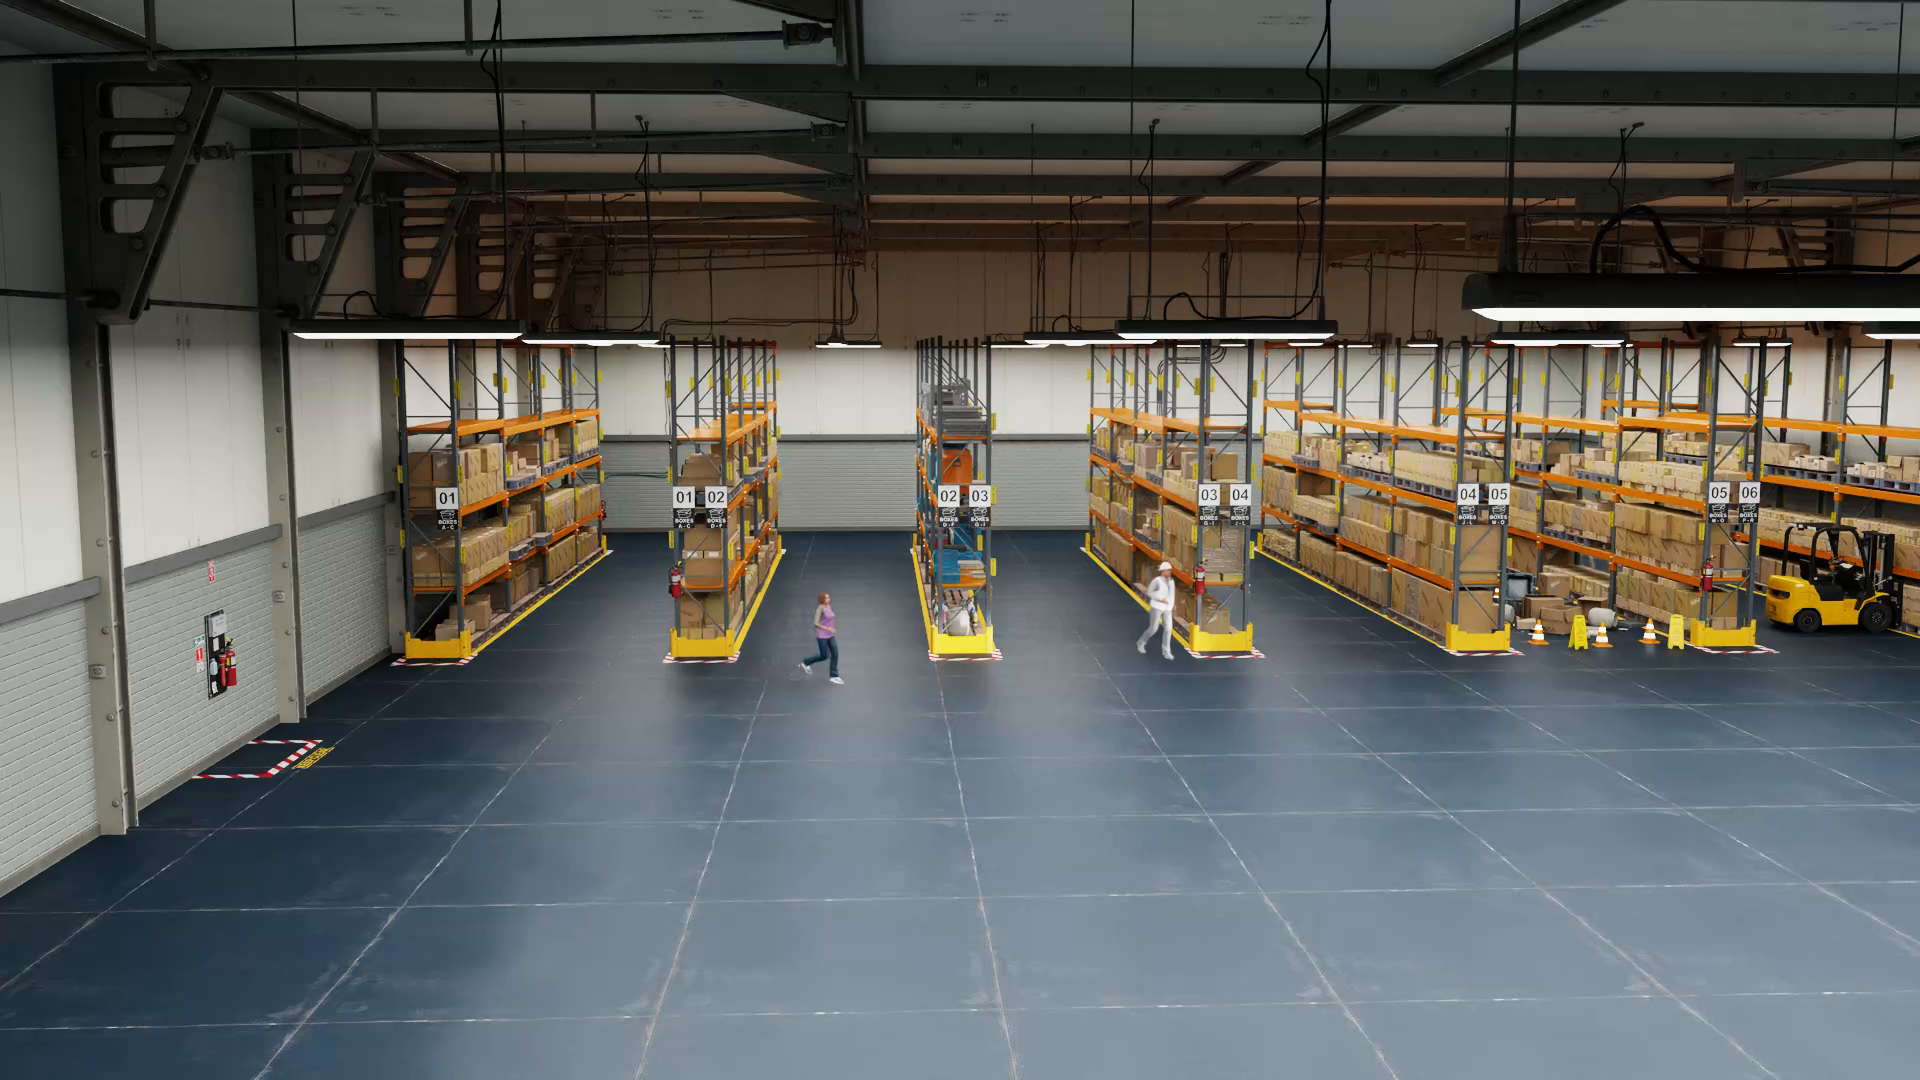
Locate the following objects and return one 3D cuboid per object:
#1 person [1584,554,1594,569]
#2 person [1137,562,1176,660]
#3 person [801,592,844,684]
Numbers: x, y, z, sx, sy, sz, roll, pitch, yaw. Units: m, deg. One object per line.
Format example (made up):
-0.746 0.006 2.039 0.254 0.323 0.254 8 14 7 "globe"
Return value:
16.136 -0.016 43.158 0.621 1.725 0.919 0 6 -1 "person"
3.808 1.307 31.257 0.702 1.794 0.875 -4 7 -29 "person"
-2.363 1.683 28.774 0.834 1.594 0.551 3 7 28 "person"
